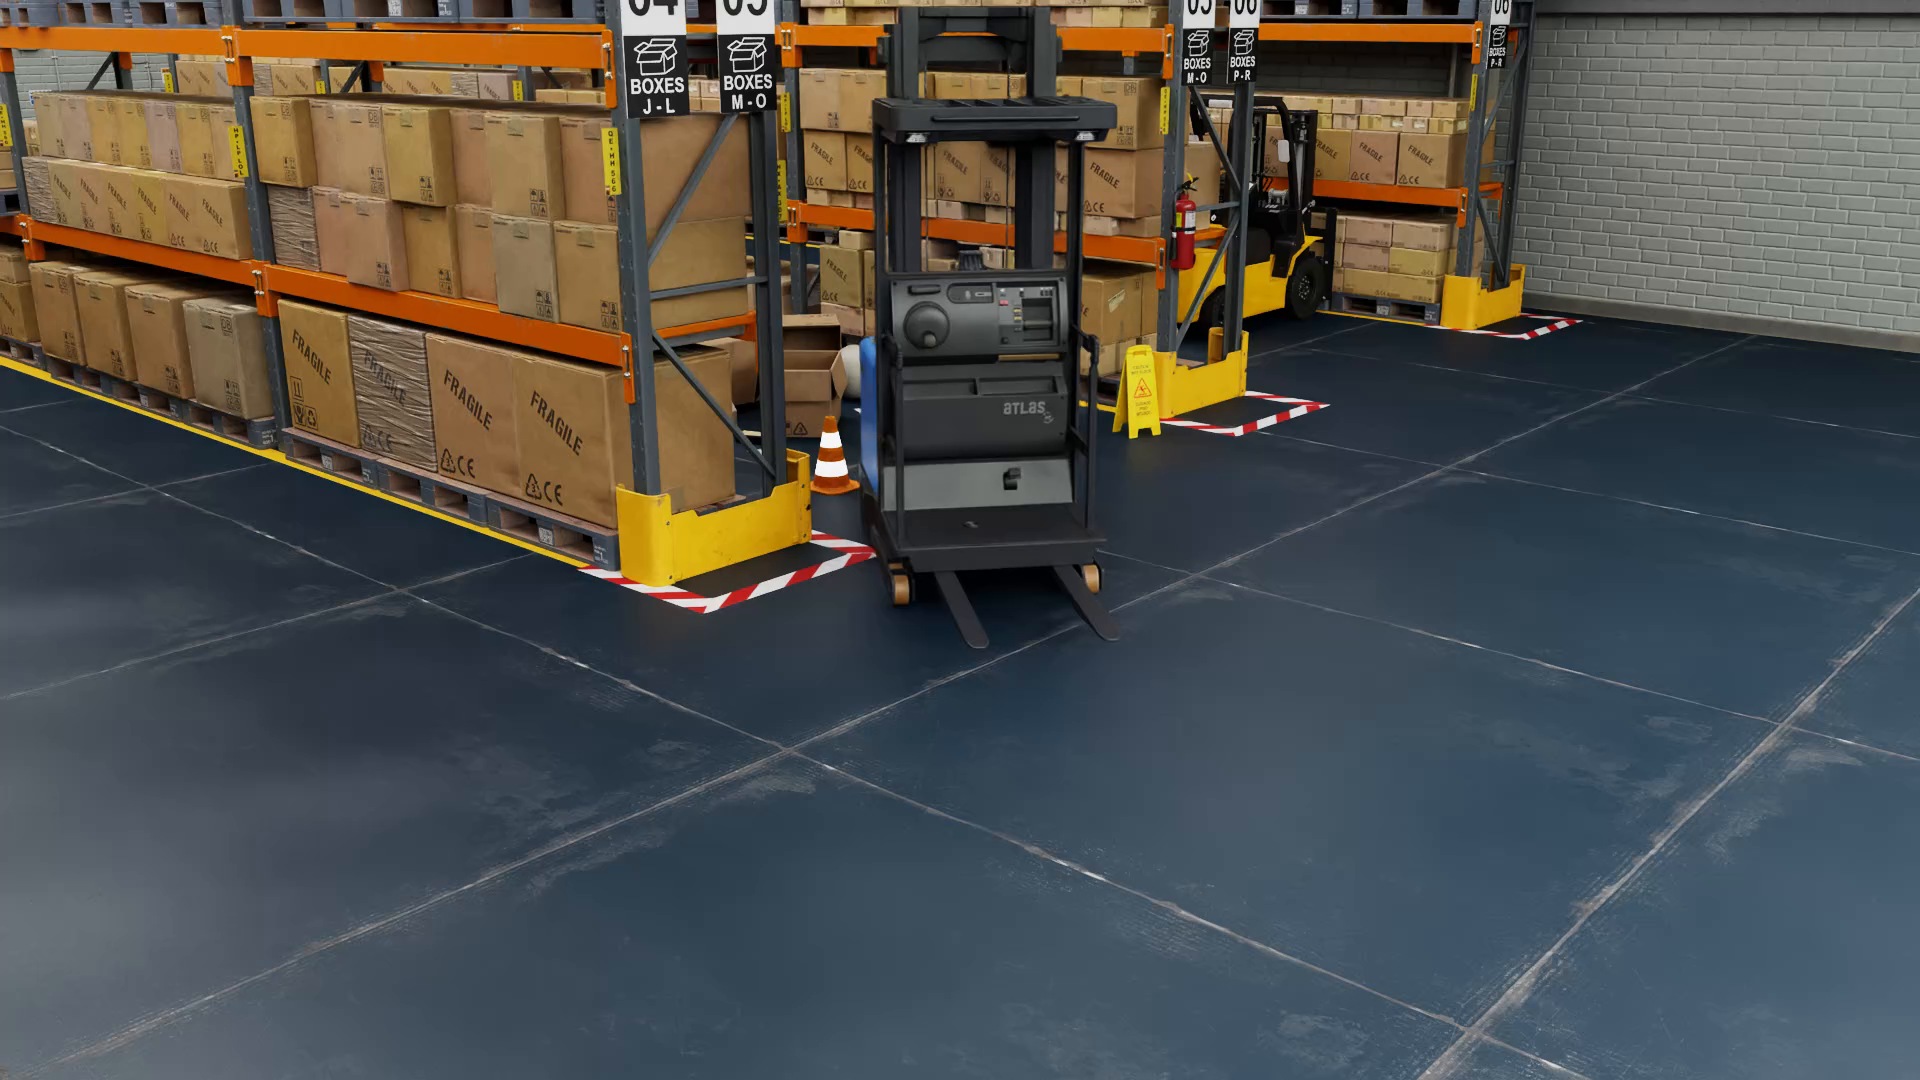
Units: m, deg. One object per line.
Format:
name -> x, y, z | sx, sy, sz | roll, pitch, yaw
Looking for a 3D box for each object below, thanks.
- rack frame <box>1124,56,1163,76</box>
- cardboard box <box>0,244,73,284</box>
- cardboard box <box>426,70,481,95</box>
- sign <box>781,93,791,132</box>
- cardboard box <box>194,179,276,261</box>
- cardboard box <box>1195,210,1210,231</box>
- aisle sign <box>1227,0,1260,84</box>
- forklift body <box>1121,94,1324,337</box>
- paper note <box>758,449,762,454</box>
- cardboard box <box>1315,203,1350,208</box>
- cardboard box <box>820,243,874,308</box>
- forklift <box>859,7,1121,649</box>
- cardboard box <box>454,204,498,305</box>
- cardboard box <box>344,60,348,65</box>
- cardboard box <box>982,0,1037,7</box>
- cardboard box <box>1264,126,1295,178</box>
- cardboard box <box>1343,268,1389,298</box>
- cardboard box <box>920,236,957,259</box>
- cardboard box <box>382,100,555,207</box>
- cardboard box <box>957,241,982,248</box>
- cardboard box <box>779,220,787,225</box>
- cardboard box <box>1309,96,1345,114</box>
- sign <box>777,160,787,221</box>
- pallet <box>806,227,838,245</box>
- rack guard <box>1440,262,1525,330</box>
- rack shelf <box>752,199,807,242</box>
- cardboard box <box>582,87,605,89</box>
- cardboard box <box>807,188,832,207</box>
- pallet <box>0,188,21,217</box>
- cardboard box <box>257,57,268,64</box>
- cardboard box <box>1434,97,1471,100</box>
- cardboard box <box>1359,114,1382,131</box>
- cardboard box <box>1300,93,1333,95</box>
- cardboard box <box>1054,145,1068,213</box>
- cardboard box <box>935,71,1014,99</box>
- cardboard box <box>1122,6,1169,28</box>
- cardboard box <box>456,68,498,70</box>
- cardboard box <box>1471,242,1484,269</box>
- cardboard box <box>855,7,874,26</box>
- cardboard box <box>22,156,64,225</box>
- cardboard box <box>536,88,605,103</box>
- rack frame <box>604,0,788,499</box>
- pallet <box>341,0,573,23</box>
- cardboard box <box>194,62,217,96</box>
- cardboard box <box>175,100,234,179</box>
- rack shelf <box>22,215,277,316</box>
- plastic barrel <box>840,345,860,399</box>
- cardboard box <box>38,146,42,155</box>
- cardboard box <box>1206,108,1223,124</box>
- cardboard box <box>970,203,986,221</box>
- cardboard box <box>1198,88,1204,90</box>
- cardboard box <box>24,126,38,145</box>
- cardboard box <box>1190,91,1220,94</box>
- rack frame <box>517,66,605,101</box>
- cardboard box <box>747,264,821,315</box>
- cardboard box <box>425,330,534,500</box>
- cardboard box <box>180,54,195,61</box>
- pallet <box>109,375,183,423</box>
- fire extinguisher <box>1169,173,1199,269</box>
rack frame -> 2.145, -4.410, 18.549 | 0.127, 3.000, 1.000 | 15, 23, 39
cardboard box -> -8.034, -2.393, 14.393 | 0.500, 0.250, 0.500 | 14, 23, 38
cardboard box -> -5.455, -4.861, 18.150 | 0.500, 0.500, 0.500 | 15, 23, 39
sign -> -1.512, -3.712, 14.435 | 0.005, 0.325, 0.100 | 15, 23, 39
cardboard box -> -4.924, -2.238, 11.539 | 0.500, 0.500, 0.500 | 15, 23, 39
cardboard box -> 1.729, -2.478, 12.878 | 0.250, 0.149, 0.380 | 15, 23, 39
aisle sign -> 2.097, -3.780, 12.266 | 0.004, 0.787, 0.394 | 15, 23, 39
forklift body -> 2.508, -3.170, 16.046 | 1.214, 2.155, 2.313 | 15, 23, 39
paper note -> -1.380, -0.617, 11.510 | 0.144, 0.017, 0.142 | -9, 20, -27
cardboard box -> 3.782, -3.419, 17.625 | 0.500, 0.250, 0.500 | 14, 23, 38
cardboard box -> -0.884, -2.354, 14.681 | 0.500, 0.500, 0.500 | 16, 24, 42
forklift -> 0.139, -1.174, 8.464 | 1.130, 2.935, 3.031 | -3, 18, -9
cardboard box -> -2.434, -1.725, 9.840 | 0.550, 0.550, 0.875 | 15, 23, 39
cardboard box -> -7.396, -5.896, 20.340 | 0.250, 0.149, 0.380 | 15, 23, 40
cardboard box -> 0.517, -4.229, 12.777 | 0.500, 0.250, 0.500 | 16, 24, 41
cardboard box -> 3.446, -4.001, 17.096 | 0.500, 0.500, 0.500 | 15, 23, 40
cardboard box -> 4.210, -2.621, 16.764 | 0.500, 0.250, 0.500 | 15, 23, 39
cardboard box -> -0.242, -2.468, 13.969 | 0.250, 0.149, 0.380 | 17, 24, 42
cardboard box -> -2.901, -2.322, 9.937 | 0.500, 0.550, 0.875 | 15, 23, 39
cardboard box -> -0.144, -2.373, 14.743 | 0.500, 0.500, 0.500 | 16, 23, 40
cardboard box -> -2.066, -4.465, 22.162 | 0.500, 0.500, 0.500 | 16, 24, 42
cardboard box -> 3.708, -4.363, 16.672 | 0.250, 0.149, 0.380 | 16, 23, 40
sign -> -0.992, -1.918, 9.133 | 0.005, 0.325, 0.100 | 15, 23, 39
pallet -> -1.380, -4.042, 22.001 | 1.213, 0.211, 1.003 | 15, 23, 39
rack guard -> 5.155, -2.411, 16.381 | 0.348, 0.500, 1.175 | 15, 23, 39
rack shelf -> -2.642, -3.345, 16.382 | 4.000, 0.370, 1.077 | 15, 23, 39
cardboard box -> -3.614, -4.451, 17.325 | 0.500, 0.500, 0.500 | 14, 22, 38
cardboard box -> -1.124, -3.031, 14.618 | 0.250, 0.149, 0.380 | 15, 23, 39
pallet -> -7.952, -2.977, 14.350 | 1.003, 0.211, 1.213 | 15, 23, 39
cardboard box -> -8.486, -5.987, 20.626 | 0.250, 0.149, 0.380 | 14, 23, 38
cardboard box -> 4.870, -4.289, 16.437 | 0.250, 0.149, 0.380 | 16, 24, 41
cardboard box -> 4.150, -4.133, 16.438 | 0.250, 0.149, 0.380 | 15, 23, 39
cardboard box -> 3.690, -4.591, 17.388 | 0.250, 0.149, 0.380 | 16, 24, 41
cardboard box -> 0.885, -2.821, 12.884 | 0.500, 0.500, 0.500 | 15, 23, 39
cardboard box -> 0.214, -3.516, 13.423 | 0.500, 0.500, 0.700 | 15, 23, 39
cardboard box -> 1.393, -3.801, 12.088 | 0.250, 0.149, 0.380 | 15, 23, 39
cardboard box -> -5.474, -5.075, 18.825 | 0.500, 0.500, 0.500 | 16, 23, 40
cardboard box -> 4.923, -2.876, 16.740 | 0.500, 0.250, 0.500 | 16, 23, 40
cardboard box -> -0.659, -4.388, 13.936 | 0.250, 0.149, 0.380 | 15, 23, 39
cardboard box -> -7.192, -2.846, 13.454 | 0.500, 0.500, 0.500 | 15, 23, 40
cardboard box -> -3.955, -4.336, 16.965 | 0.500, 0.500, 0.500 | 14, 22, 38
rack frame -> -1.365, -1.343, 8.884 | 0.127, 3.000, 1.000 | 15, 23, 39
pallet -> -2.843, -3.122, 9.678 | 1.213, 0.211, 1.003 | 15, 23, 39
cardboard box -> -9.561, -5.957, 21.605 | 0.500, 0.500, 0.500 | 14, 23, 38
cardboard box -> -5.118, -2.871, 11.882 | 0.500, 0.500, 0.700 | 15, 23, 38
rack shelf -> -5.852, -2.205, 12.789 | 4.000, 0.370, 1.077 | 15, 23, 39
plastic barrel -> -0.705, -1.327, 13.094 | 0.512, 0.421, 0.421 | -3, 18, -8
cardboard box -> -7.781, -3.368, 14.494 | 0.250, 0.149, 0.380 | 16, 24, 42
cardboard box -> 2.753, -4.479, 17.530 | 0.250, 0.149, 0.380 | 16, 23, 40
cardboard box -> 0.293, -2.701, 13.580 | 0.250, 0.149, 0.380 | 15, 23, 39
cardboard box -> 2.585, -4.913, 18.404 | 0.250, 0.149, 0.380 | 15, 23, 39
cardboard box -> -7.949, -3.553, 14.587 | 0.250, 0.149, 0.380 | 15, 23, 39
cardboard box -> 2.639, -4.696, 17.721 | 0.250, 0.149, 0.380 | 14, 23, 38
rack frame -> -4.138, -4.089, 17.538 | 0.127, 3.000, 1.000 | 15, 23, 39
cardboard box -> -1.540, -2.339, 15.672 | 0.625, 0.372, 0.950 | 15, 23, 40
cardboard box -> -2.575, -0.828, 10.079 | 0.875, 0.875, 0.875 | 15, 23, 38
cardboard box -> -10.040, -6.395, 21.913 | 0.250, 0.149, 0.380 | 16, 23, 40
pallet -> -5.900, -1.200, 13.043 | 1.213, 0.211, 1.003 | 15, 23, 39
fire extinguisher -> 1.625, -2.319, 12.088 | 0.183, 0.674, 0.296 | 15, 23, 39
